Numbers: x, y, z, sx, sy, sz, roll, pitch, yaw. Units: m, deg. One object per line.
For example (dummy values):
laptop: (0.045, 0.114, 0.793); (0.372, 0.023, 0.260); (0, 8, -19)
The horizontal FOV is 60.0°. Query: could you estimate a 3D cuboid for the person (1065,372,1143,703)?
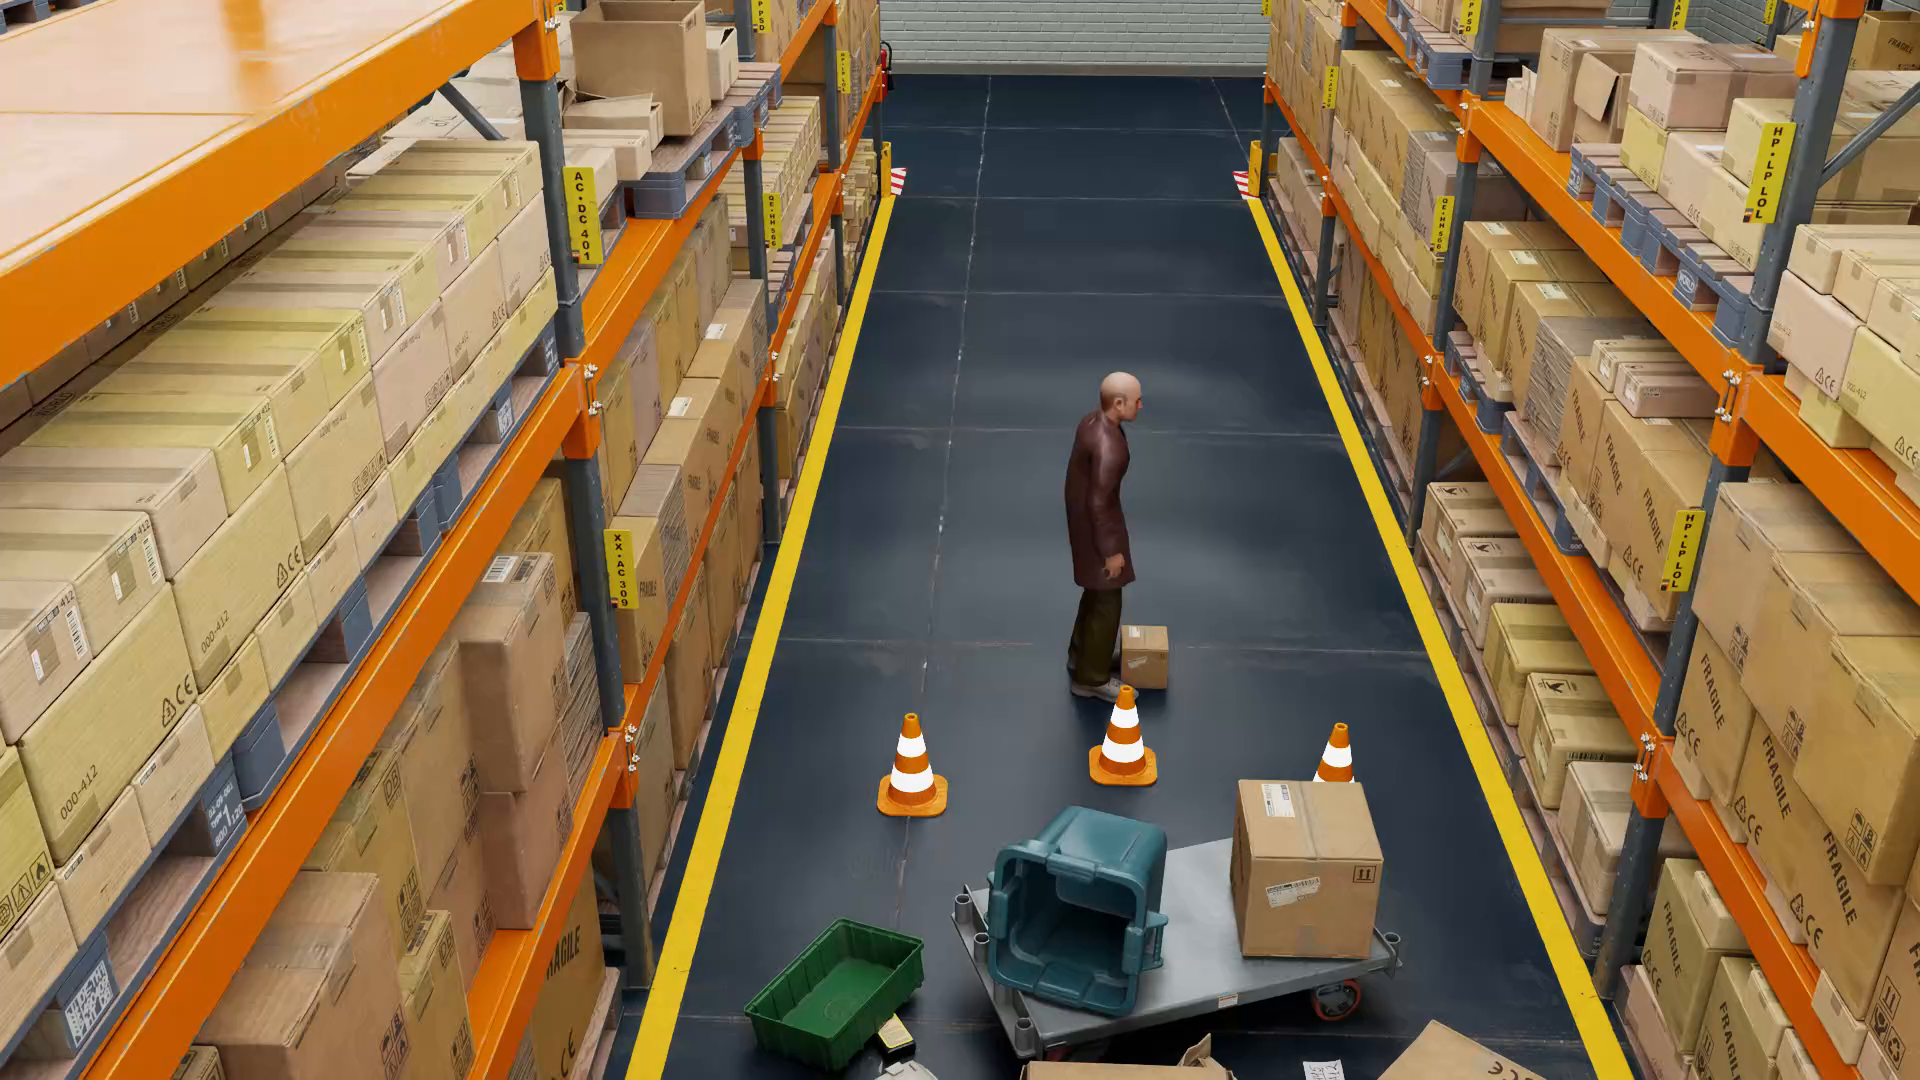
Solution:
person: (0.754, -0.038, 8.710); (0.420, 1.774, 0.643); (1, 28, 2)
